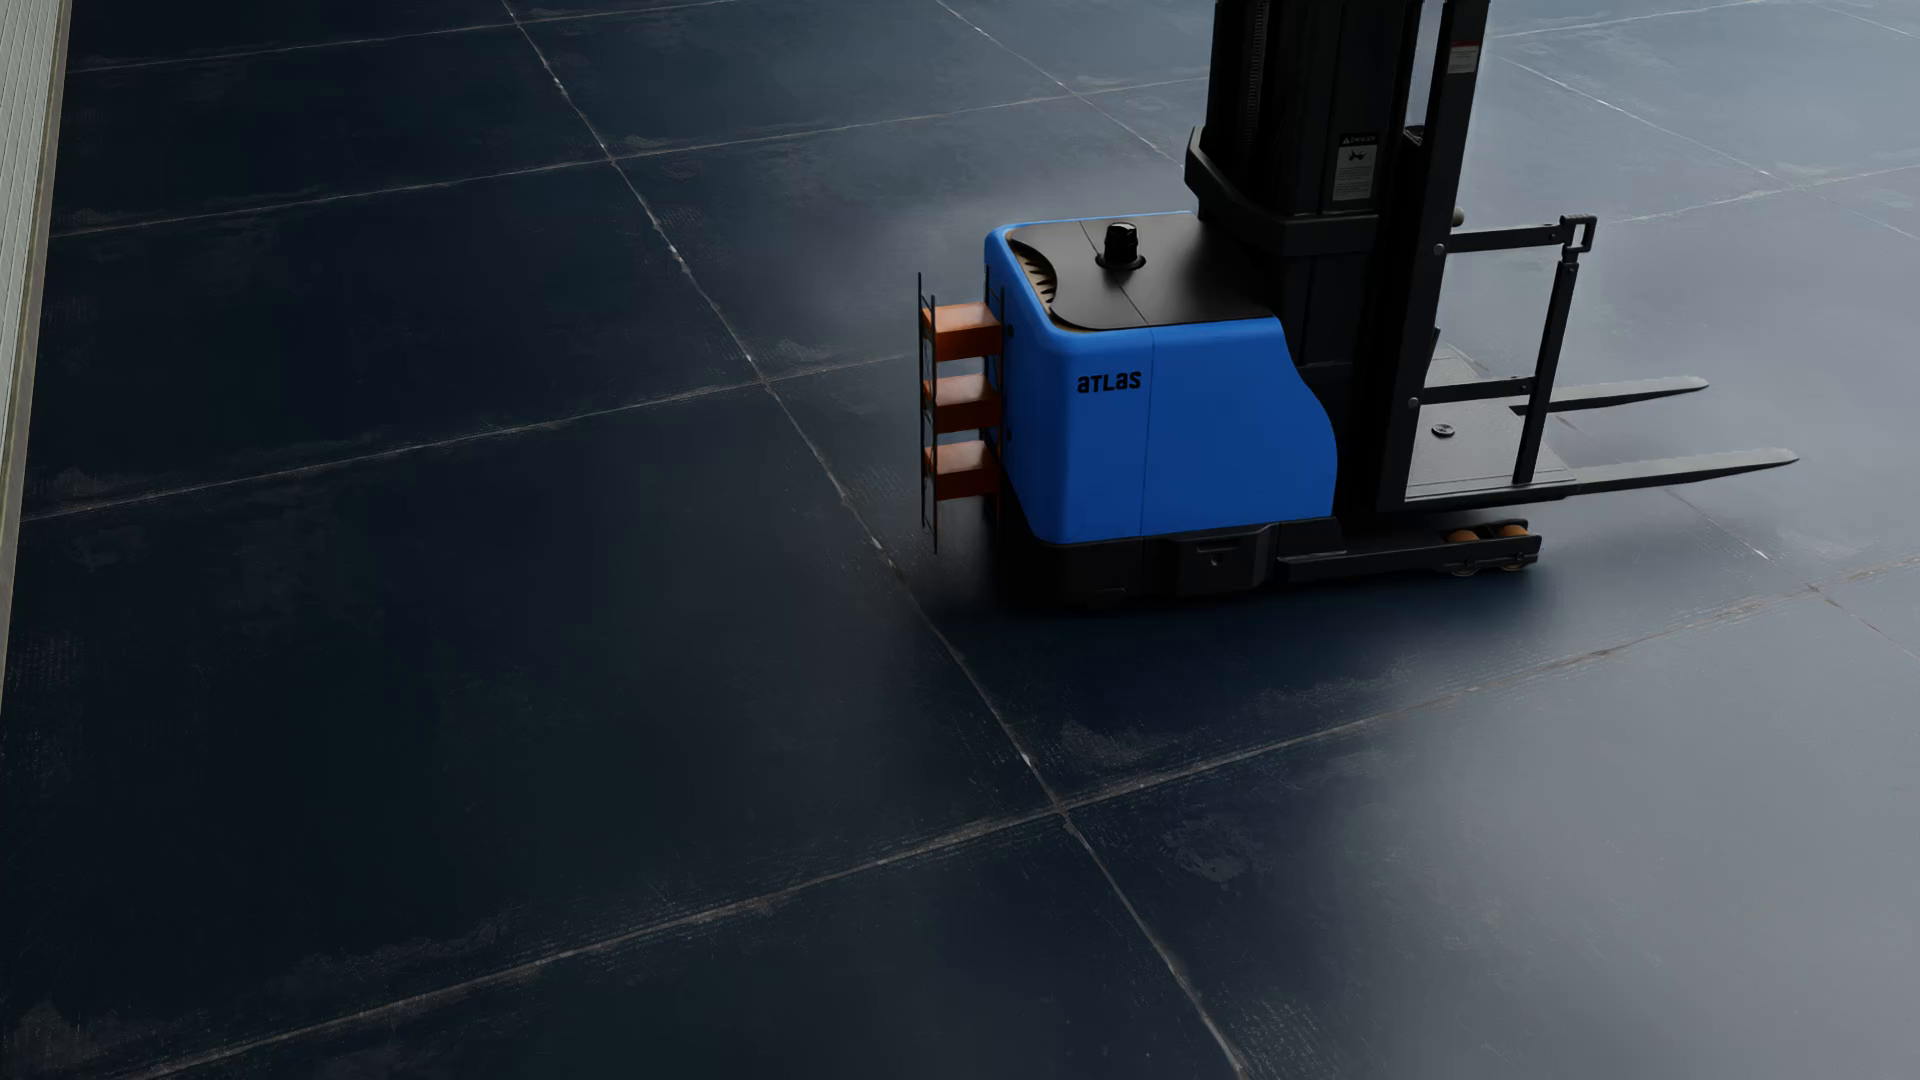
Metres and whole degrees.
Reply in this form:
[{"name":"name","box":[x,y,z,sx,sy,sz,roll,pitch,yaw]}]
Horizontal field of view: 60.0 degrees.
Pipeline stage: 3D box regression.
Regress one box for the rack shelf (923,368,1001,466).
[{"name":"rack shelf","box":[0.003,-0.444,5.989,0.240,0.259,0.215,-9,34,-13]}]

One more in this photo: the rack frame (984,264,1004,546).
[{"name":"rack frame","box":[0.120,-0.470,6.010,0.008,1.050,0.200,-9,34,-13]}]

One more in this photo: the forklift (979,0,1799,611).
[{"name":"forklift","box":[1.643,-1.372,5.671,3.031,2.935,1.130,-6,34,-9]}]

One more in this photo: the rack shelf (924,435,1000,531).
[{"name":"rack shelf","box":[0.003,-0.211,6.140,0.240,0.259,0.215,-9,34,-13]}]

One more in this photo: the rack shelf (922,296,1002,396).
[{"name":"rack shelf","box":[0.003,-0.682,5.834,0.240,0.259,0.215,-9,34,-13]}]

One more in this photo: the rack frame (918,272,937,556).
[{"name":"rack frame","box":[-0.115,-0.435,5.956,0.008,1.050,0.200,-9,34,-13]}]

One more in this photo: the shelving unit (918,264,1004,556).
[{"name":"shelving unit","box":[0.003,-0.453,5.983,0.252,1.050,0.215,-9,34,-13]}]
